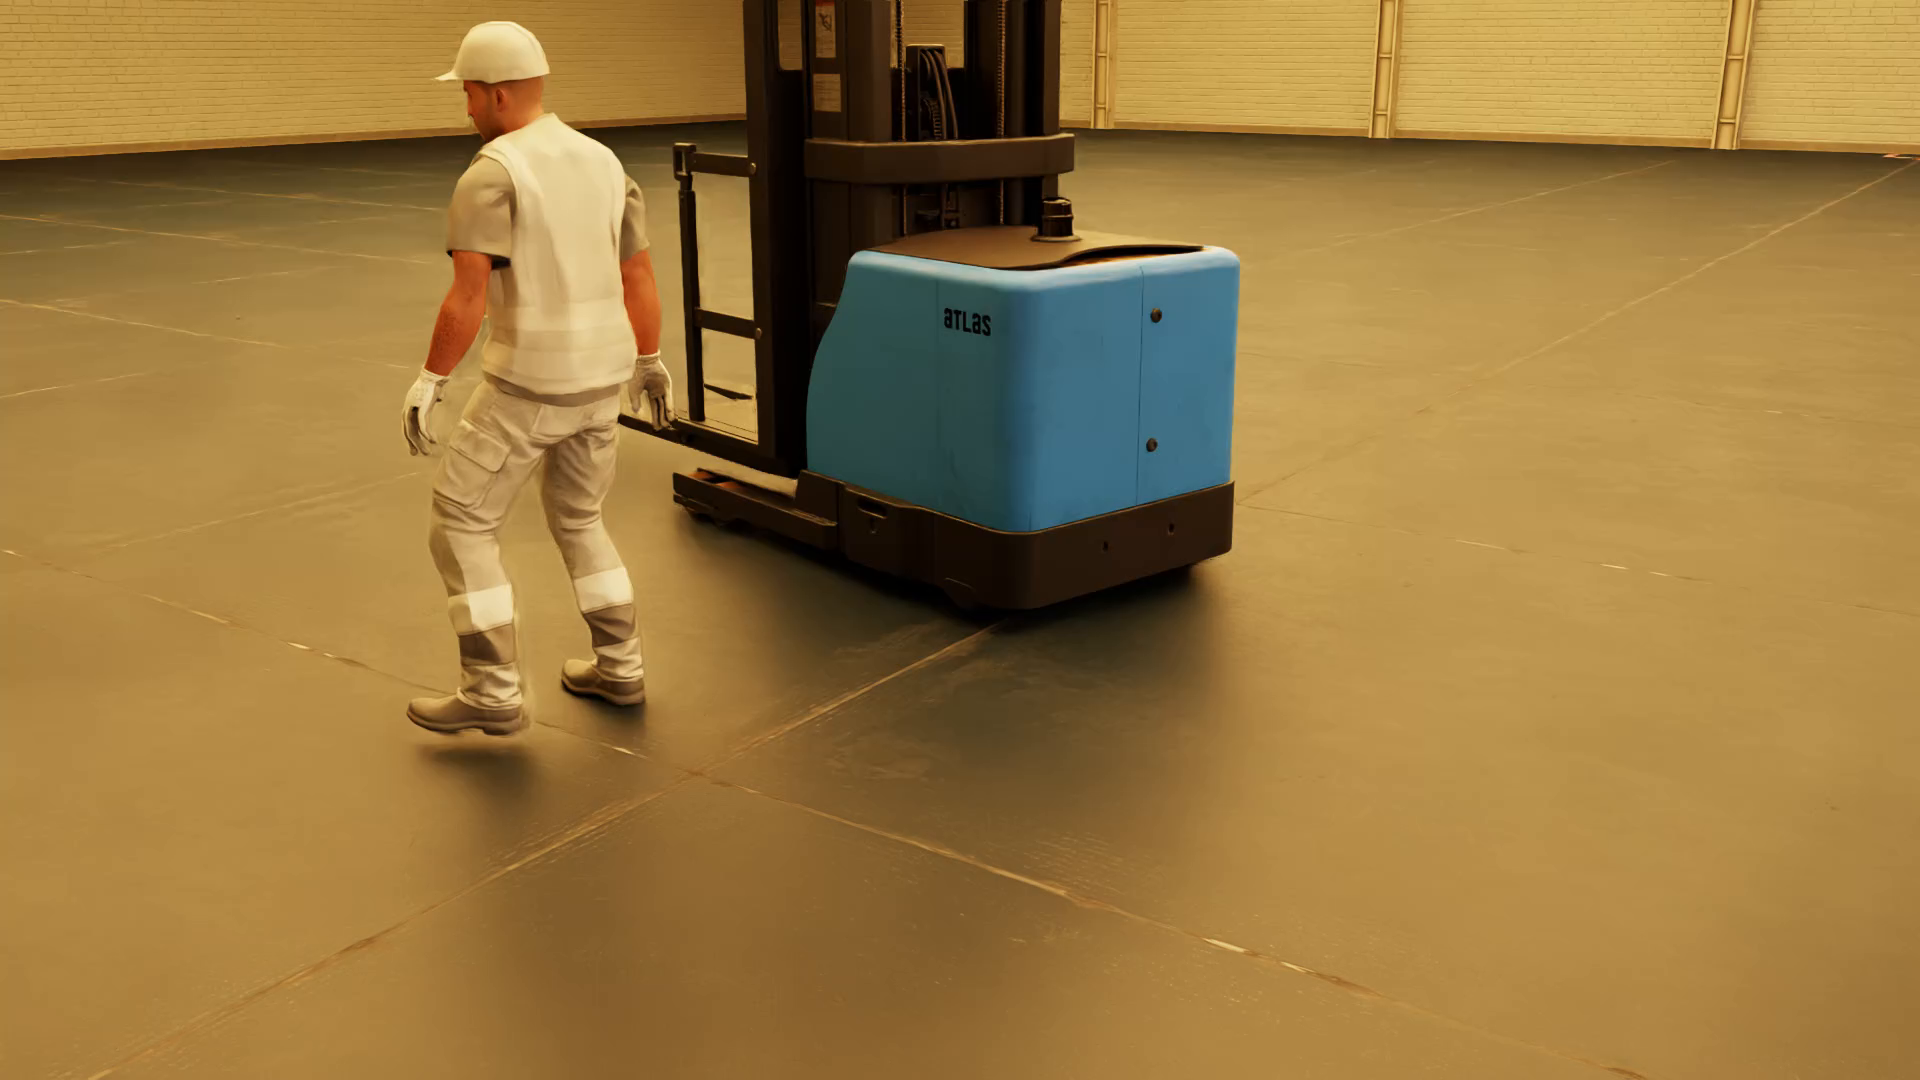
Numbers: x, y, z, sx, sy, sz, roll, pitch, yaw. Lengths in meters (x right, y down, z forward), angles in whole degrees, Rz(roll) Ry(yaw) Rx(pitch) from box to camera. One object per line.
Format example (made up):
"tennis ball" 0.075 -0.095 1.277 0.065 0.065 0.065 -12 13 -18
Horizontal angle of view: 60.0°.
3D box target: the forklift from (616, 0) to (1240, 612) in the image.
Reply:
"forklift" -0.428 -1.538 5.976 1.130 2.935 3.031 -14 22 -39

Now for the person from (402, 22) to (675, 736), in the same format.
"person" -1.070 -0.400 4.230 0.434 1.754 0.796 9 19 28
